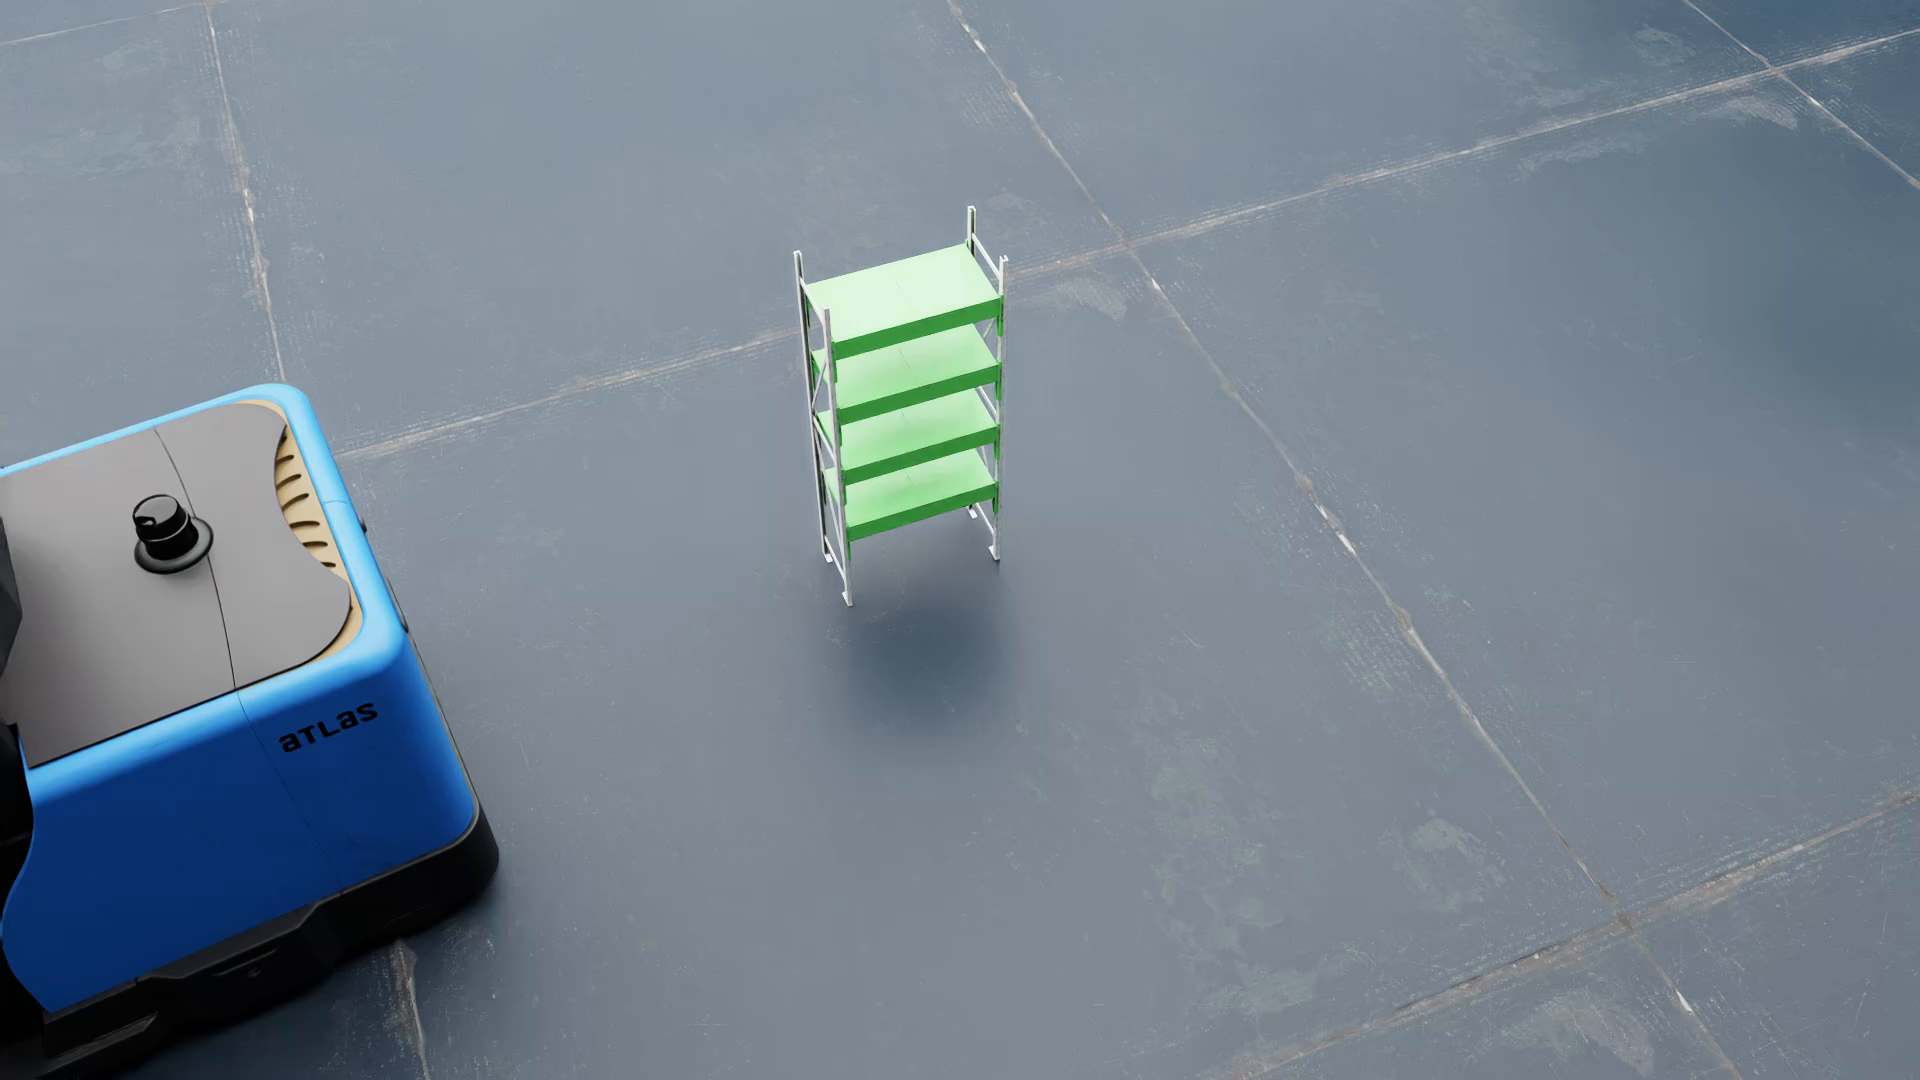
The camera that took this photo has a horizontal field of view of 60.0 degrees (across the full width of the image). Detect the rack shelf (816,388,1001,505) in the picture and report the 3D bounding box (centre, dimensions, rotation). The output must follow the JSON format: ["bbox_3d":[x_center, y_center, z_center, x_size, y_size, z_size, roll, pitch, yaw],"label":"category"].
[{"bbox_3d":[-0.153,-0.302,4.803,0.480,0.148,0.258,-17,52,-14],"label":"rack shelf"}]

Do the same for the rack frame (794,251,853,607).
[{"bbox_3d":[-0.379,-0.273,4.694,0.015,1.200,0.240,-17,52,-14],"label":"rack frame"}]

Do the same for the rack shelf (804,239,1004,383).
[{"bbox_3d":[-0.153,-0.615,4.438,0.480,0.148,0.258,-17,52,-14],"label":"rack shelf"}]

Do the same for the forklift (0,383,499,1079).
[{"bbox_3d":[-2.769,0.179,3.164,3.031,2.935,1.130,-22,53,-18],"label":"forklift"}]

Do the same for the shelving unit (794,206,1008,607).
[{"bbox_3d":[-0.153,-0.343,4.754,0.503,1.200,0.258,-17,52,-14],"label":"shelving unit"}]

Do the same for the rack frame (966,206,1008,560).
[{"bbox_3d":[0.073,-0.413,4.814,0.015,1.200,0.240,-17,52,-14],"label":"rack frame"}]

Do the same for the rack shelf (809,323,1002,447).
[{"bbox_3d":[-0.153,-0.458,4.620,0.480,0.148,0.258,-17,52,-14],"label":"rack shelf"}]

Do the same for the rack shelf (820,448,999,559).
[{"bbox_3d":[-0.153,-0.145,4.985,0.480,0.148,0.258,-17,52,-14],"label":"rack shelf"}]
